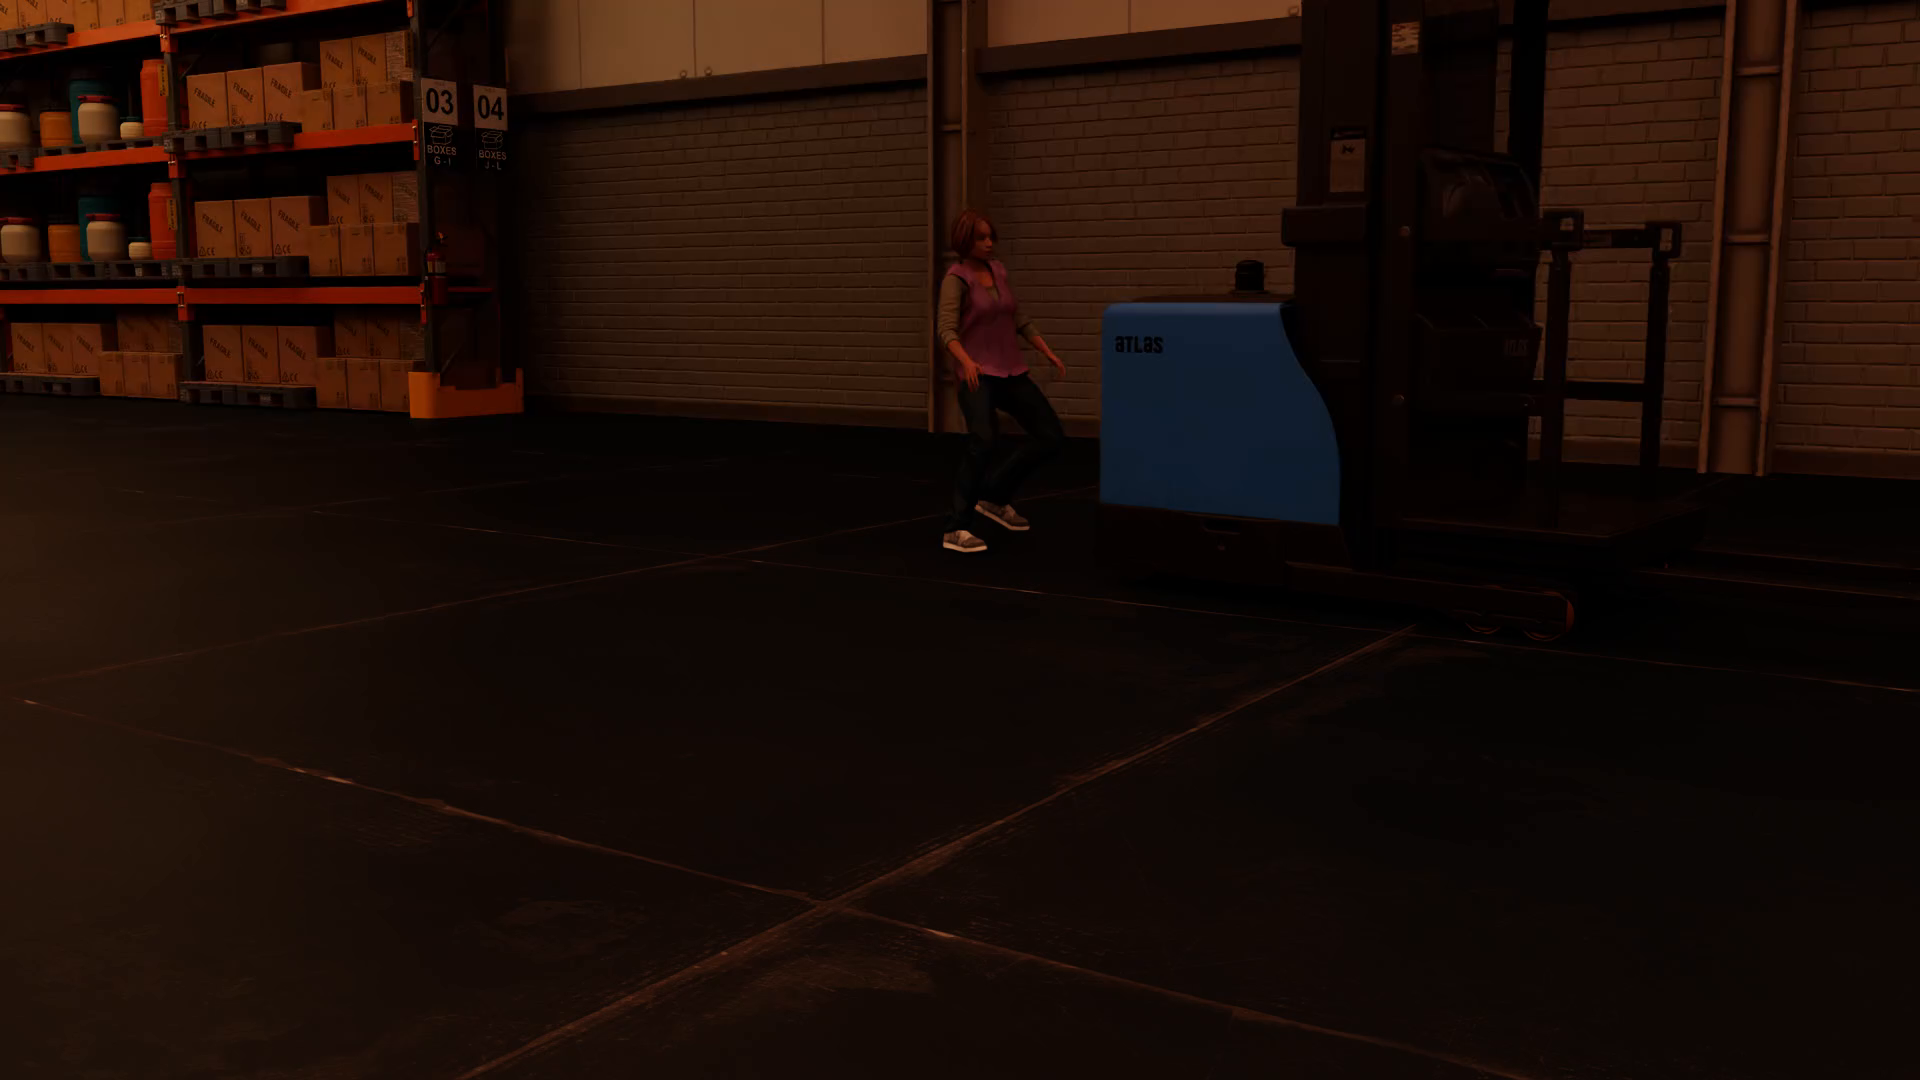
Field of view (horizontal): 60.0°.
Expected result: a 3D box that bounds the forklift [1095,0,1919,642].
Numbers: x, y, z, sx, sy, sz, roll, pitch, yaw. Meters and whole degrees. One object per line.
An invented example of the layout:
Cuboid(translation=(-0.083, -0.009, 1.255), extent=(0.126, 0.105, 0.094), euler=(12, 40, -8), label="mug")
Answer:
Cuboid(translation=(1.981, -1.208, 5.689), extent=(3.031, 2.935, 1.130), euler=(7, 10, 39), label="forklift")

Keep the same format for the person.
Cuboid(translation=(0.146, -0.717, 7.361), extent=(0.669, 1.480, 0.517), euler=(-7, 11, -41), label="person")
